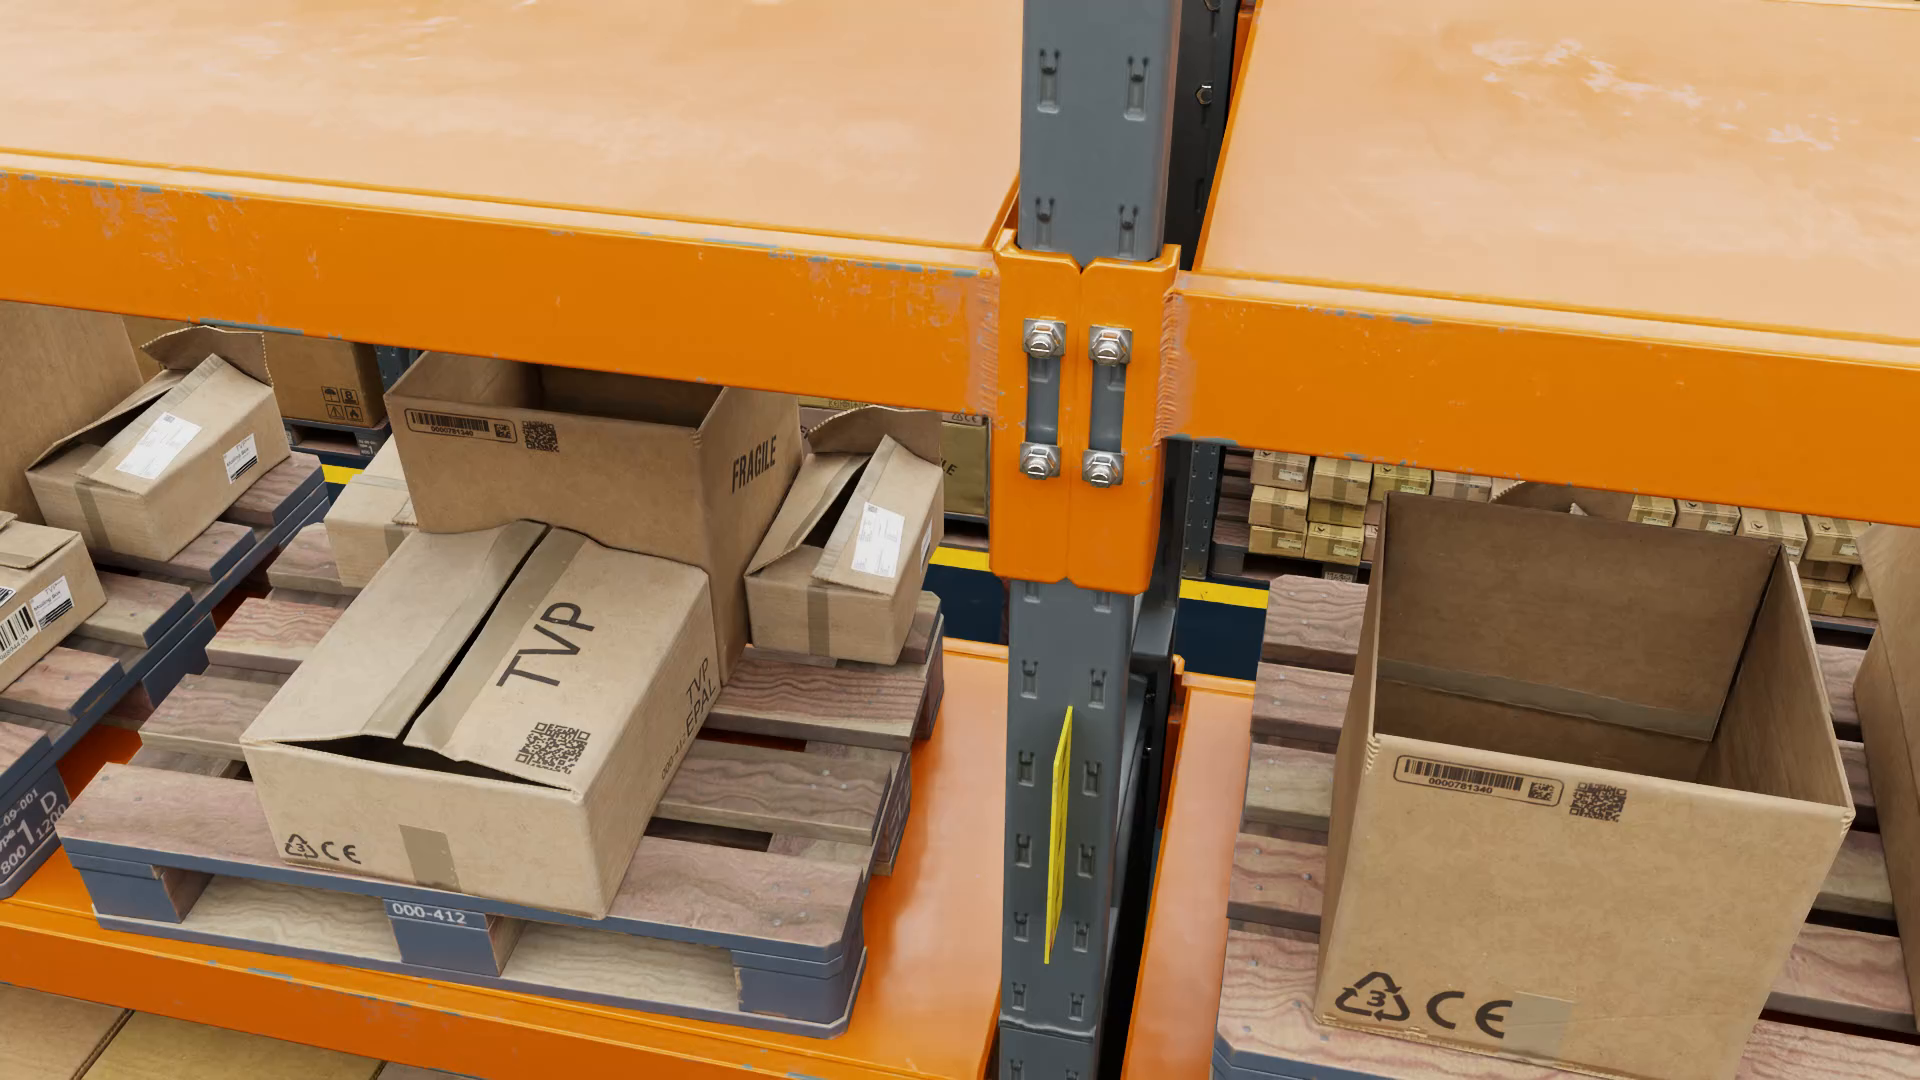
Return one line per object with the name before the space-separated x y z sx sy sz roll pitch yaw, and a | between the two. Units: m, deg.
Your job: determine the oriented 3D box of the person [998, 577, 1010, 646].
person | 0.382 0.041 6.600 0.566 1.725 0.546 -13 38 -17
